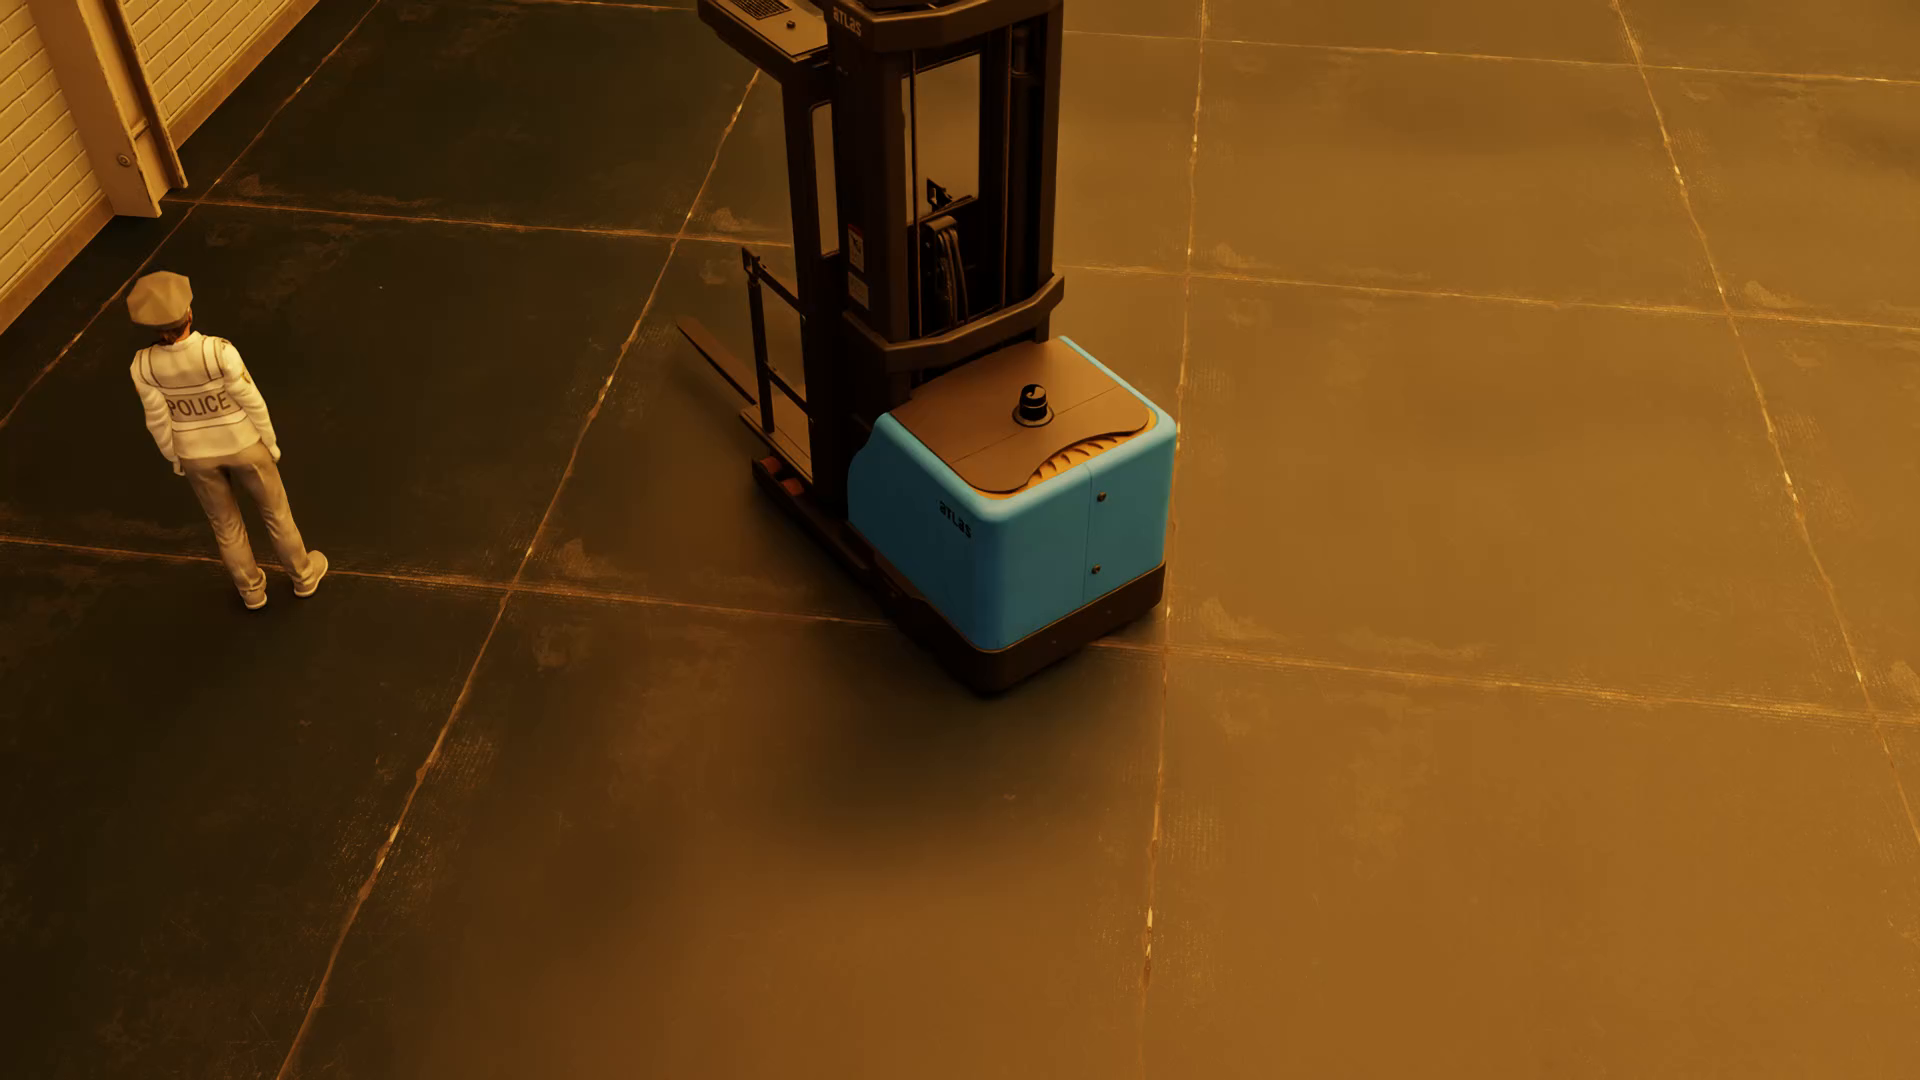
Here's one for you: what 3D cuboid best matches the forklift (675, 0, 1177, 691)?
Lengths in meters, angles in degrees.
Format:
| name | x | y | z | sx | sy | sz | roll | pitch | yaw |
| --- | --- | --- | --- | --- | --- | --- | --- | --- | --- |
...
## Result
| name | x | y | z | sx | sy | sz | roll | pitch | yaw |
| --- | --- | --- | --- | --- | --- | --- | --- | --- | --- |
| forklift | -0.356 | -1.390 | 7.238 | 1.130 | 2.935 | 3.031 | -26 | 49 | -26 |

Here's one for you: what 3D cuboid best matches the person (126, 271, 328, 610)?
| name | x | y | z | sx | sy | sz | roll | pitch | yaw |
| --- | --- | --- | --- | --- | --- | --- | --- | --- | --- |
| person | -3.142 | -0.399 | 7.080 | 0.461 | 1.693 | 0.341 | -11 | 44 | -12 |
